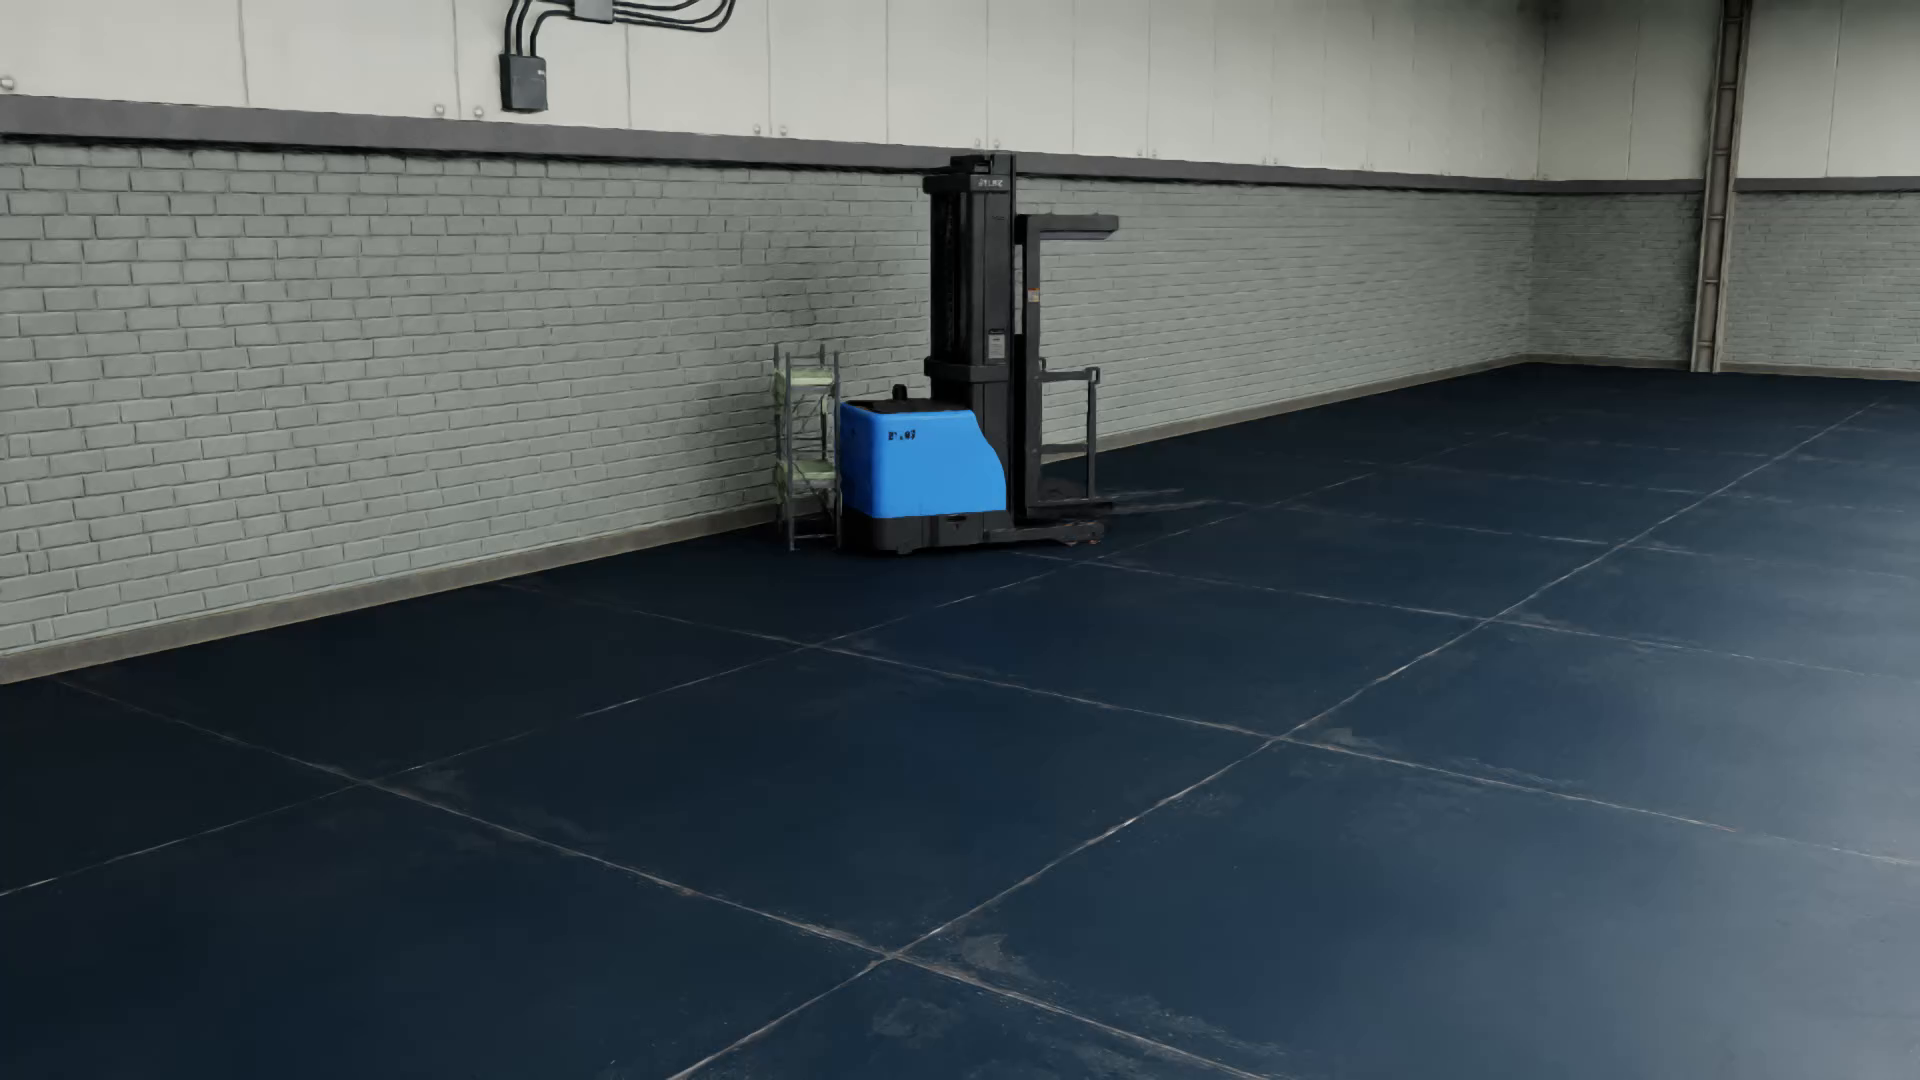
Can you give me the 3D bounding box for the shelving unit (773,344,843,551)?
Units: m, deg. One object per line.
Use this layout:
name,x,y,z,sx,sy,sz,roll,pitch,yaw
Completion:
shelving unit,-1.181,-0.732,12.864,0.431,1.500,0.755,-3,11,-13

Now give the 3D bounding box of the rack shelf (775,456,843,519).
rack shelf,-1.181,-0.412,12.926,0.431,0.370,0.720,-3,11,-13

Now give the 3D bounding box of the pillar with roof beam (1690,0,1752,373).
pillar with roof beam,9.707,-6.530,23.092,0.400,9.000,9.100,8,13,36

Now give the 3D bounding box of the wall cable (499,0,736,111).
wall cable,-2.349,-6.022,11.511,0.169,6.003,2.305,8,13,36

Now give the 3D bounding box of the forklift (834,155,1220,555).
forklift,0.577,-1.483,12.979,3.031,2.935,1.130,-4,12,-22

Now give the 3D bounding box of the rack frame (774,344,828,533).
rack frame,-1.263,-0.800,13.214,0.400,1.500,0.023,-3,11,-13

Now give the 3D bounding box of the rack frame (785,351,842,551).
rack frame,-1.099,-0.664,12.514,0.400,1.500,0.023,-3,11,-13

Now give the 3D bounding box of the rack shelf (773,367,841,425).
rack shelf,-1.181,-1.115,12.790,0.431,0.370,0.720,-3,11,-13
